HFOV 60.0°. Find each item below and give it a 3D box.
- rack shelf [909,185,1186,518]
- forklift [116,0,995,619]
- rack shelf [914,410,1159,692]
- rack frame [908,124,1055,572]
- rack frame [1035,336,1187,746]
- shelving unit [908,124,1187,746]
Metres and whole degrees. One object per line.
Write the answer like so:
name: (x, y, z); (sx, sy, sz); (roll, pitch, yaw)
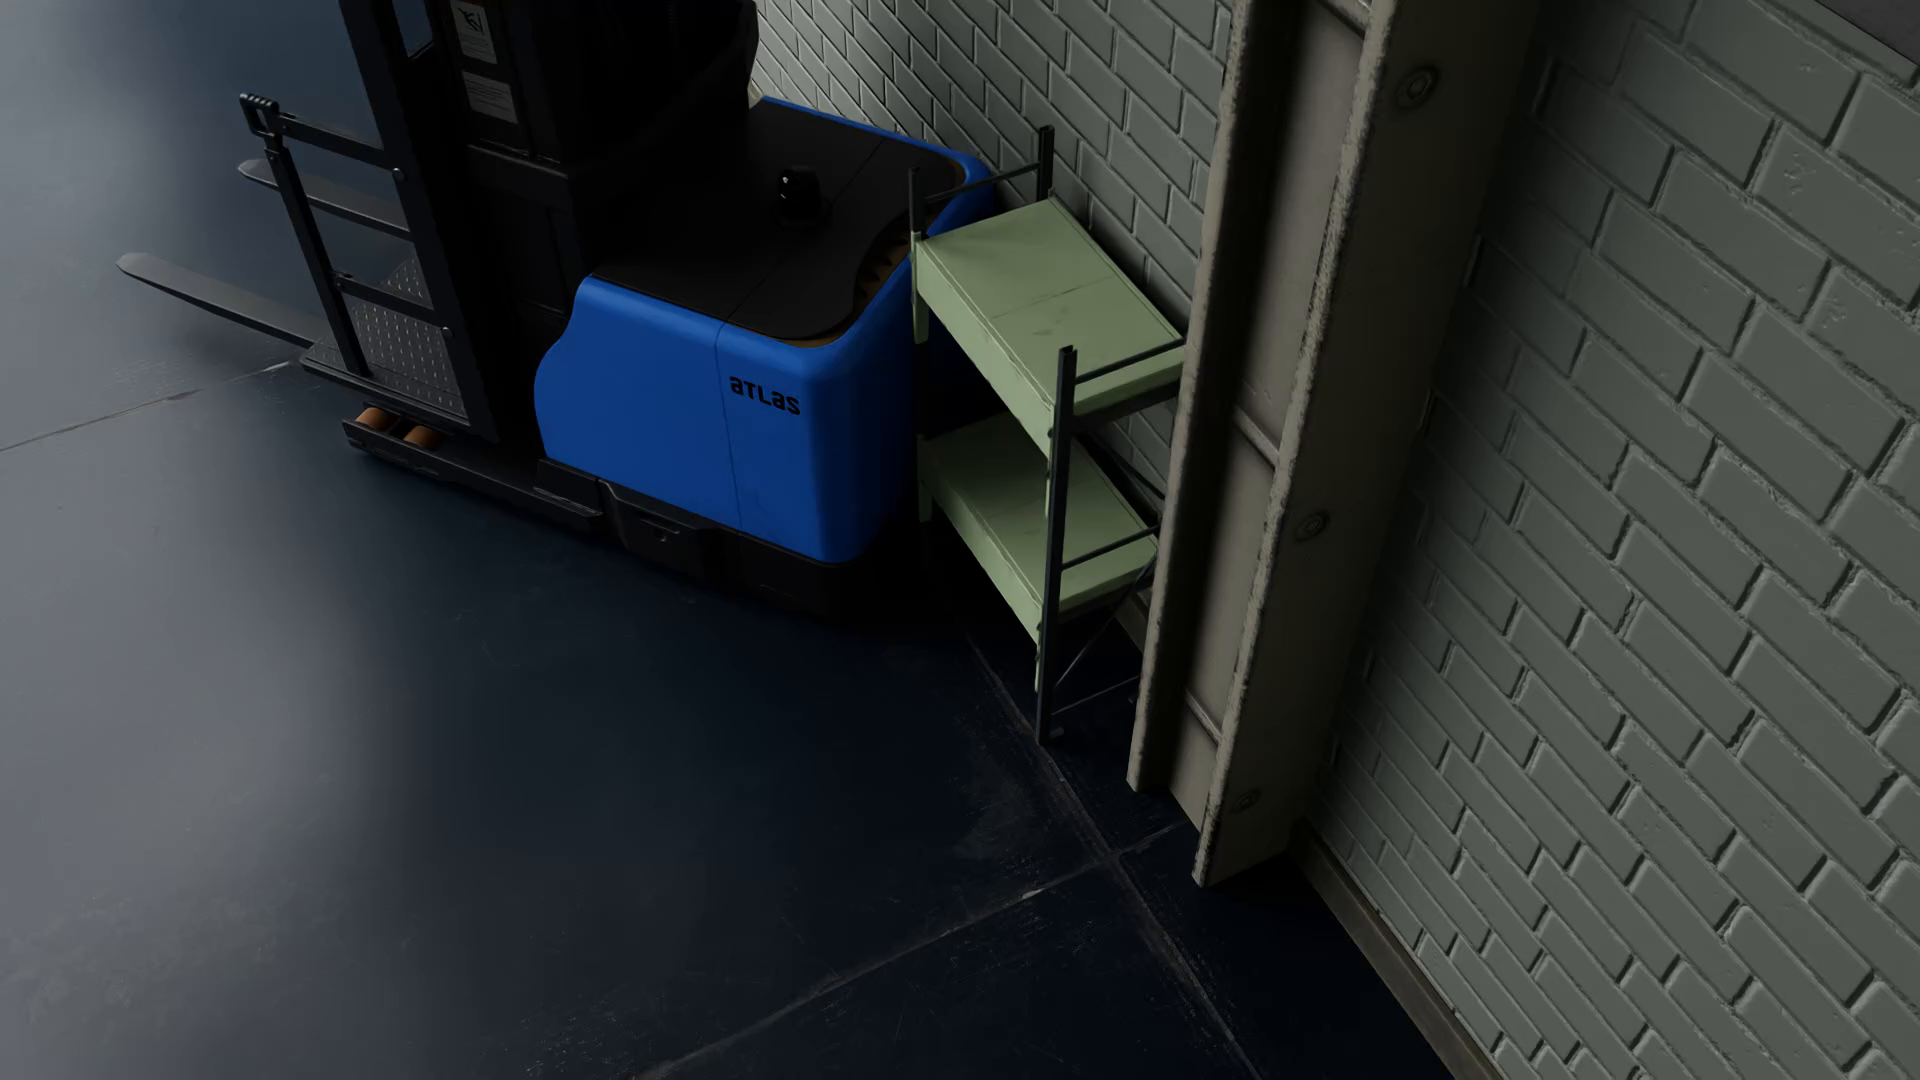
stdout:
rack shelf: (0.226, -0.485, 4.159); (0.431, 0.370, 0.720); (-22, 52, -18)
forklift: (-1.440, -1.509, 4.622); (3.031, 2.935, 1.130); (20, 52, 17)
rack shelf: (0.225, -0.013, 4.698); (0.431, 0.370, 0.720); (-22, 52, -18)
rack frame: (0.055, -0.471, 4.666); (0.400, 1.500, 0.023); (-22, 52, -18)
rack frame: (0.397, 0.016, 4.239); (0.400, 1.500, 0.023); (-22, 52, -18)
shelving unit: (0.226, -0.228, 4.452); (0.431, 1.500, 0.755); (-22, 52, -18)
